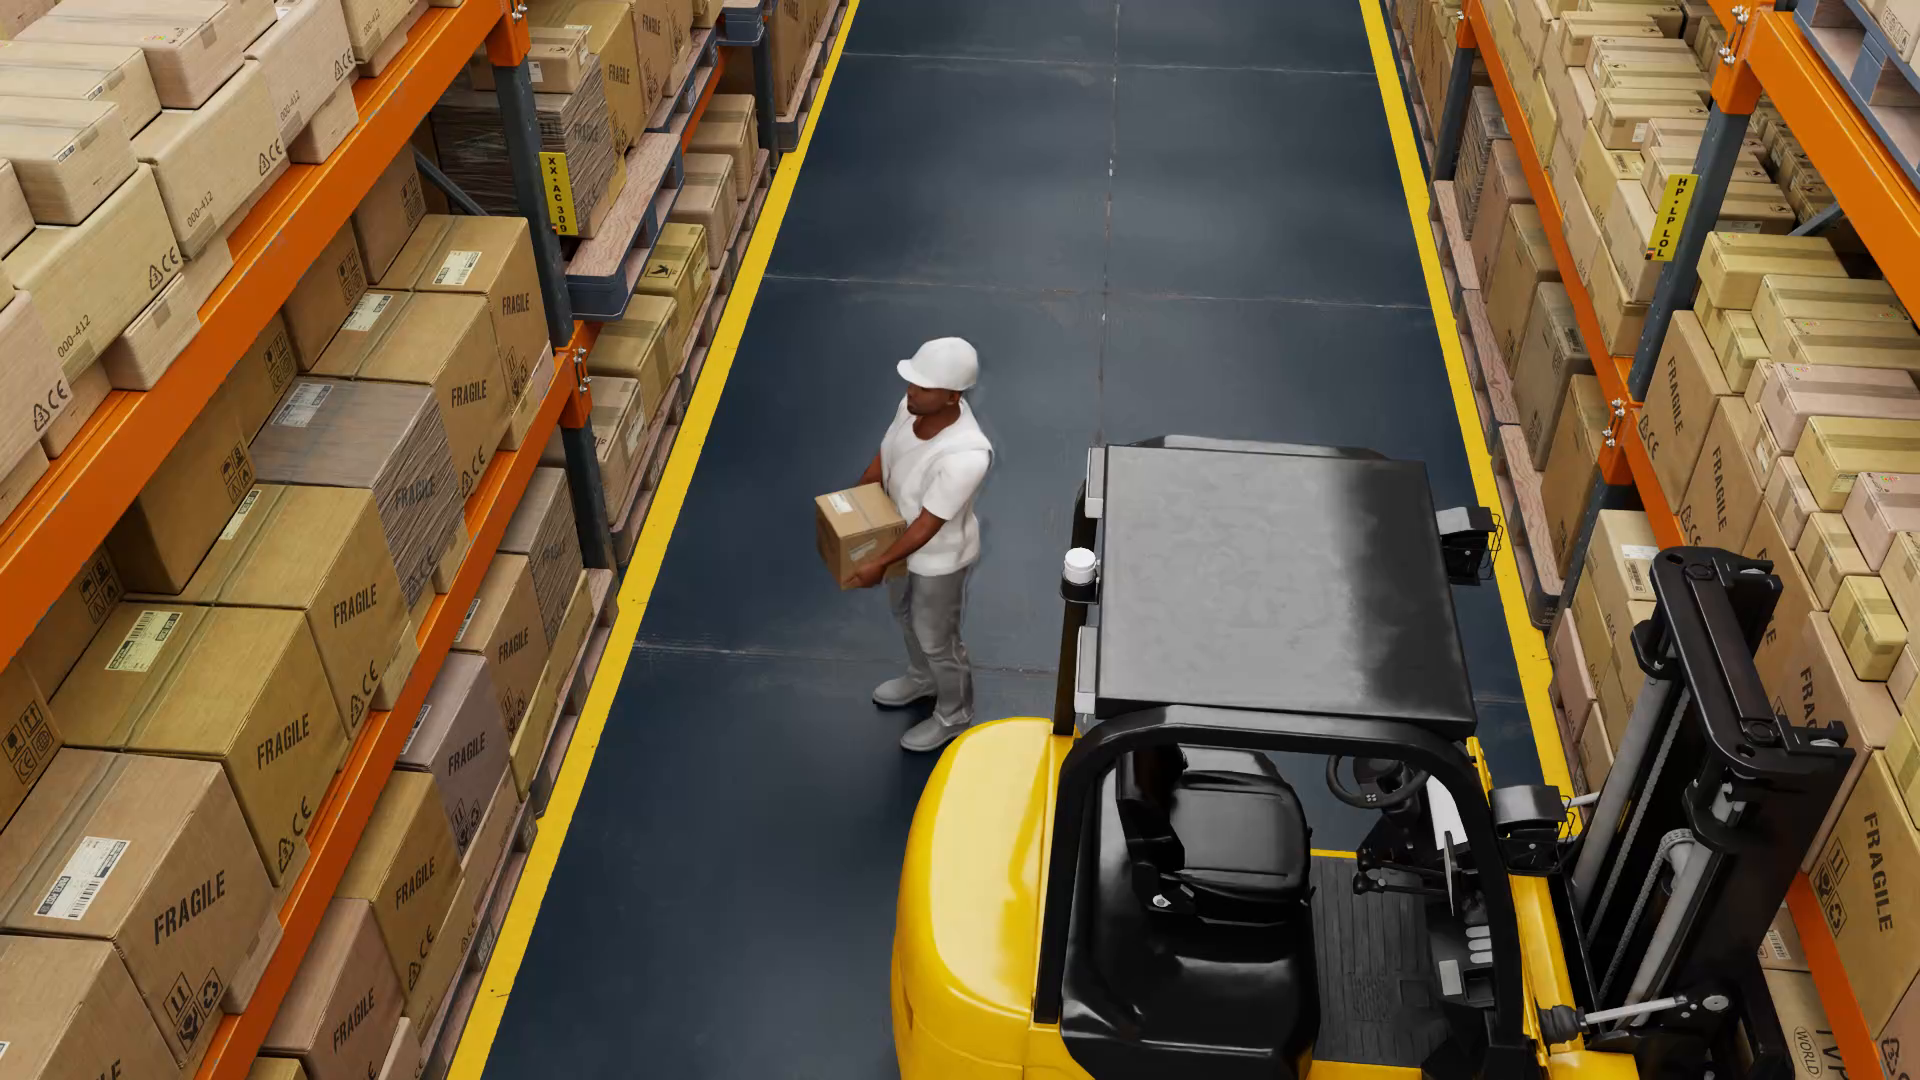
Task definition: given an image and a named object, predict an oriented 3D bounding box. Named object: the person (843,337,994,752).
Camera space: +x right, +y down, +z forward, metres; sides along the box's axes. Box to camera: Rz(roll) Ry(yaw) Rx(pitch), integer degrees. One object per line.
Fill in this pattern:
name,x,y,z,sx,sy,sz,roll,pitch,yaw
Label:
person,-0.202,0.044,6.085,0.575,1.767,0.510,-15,42,-17
